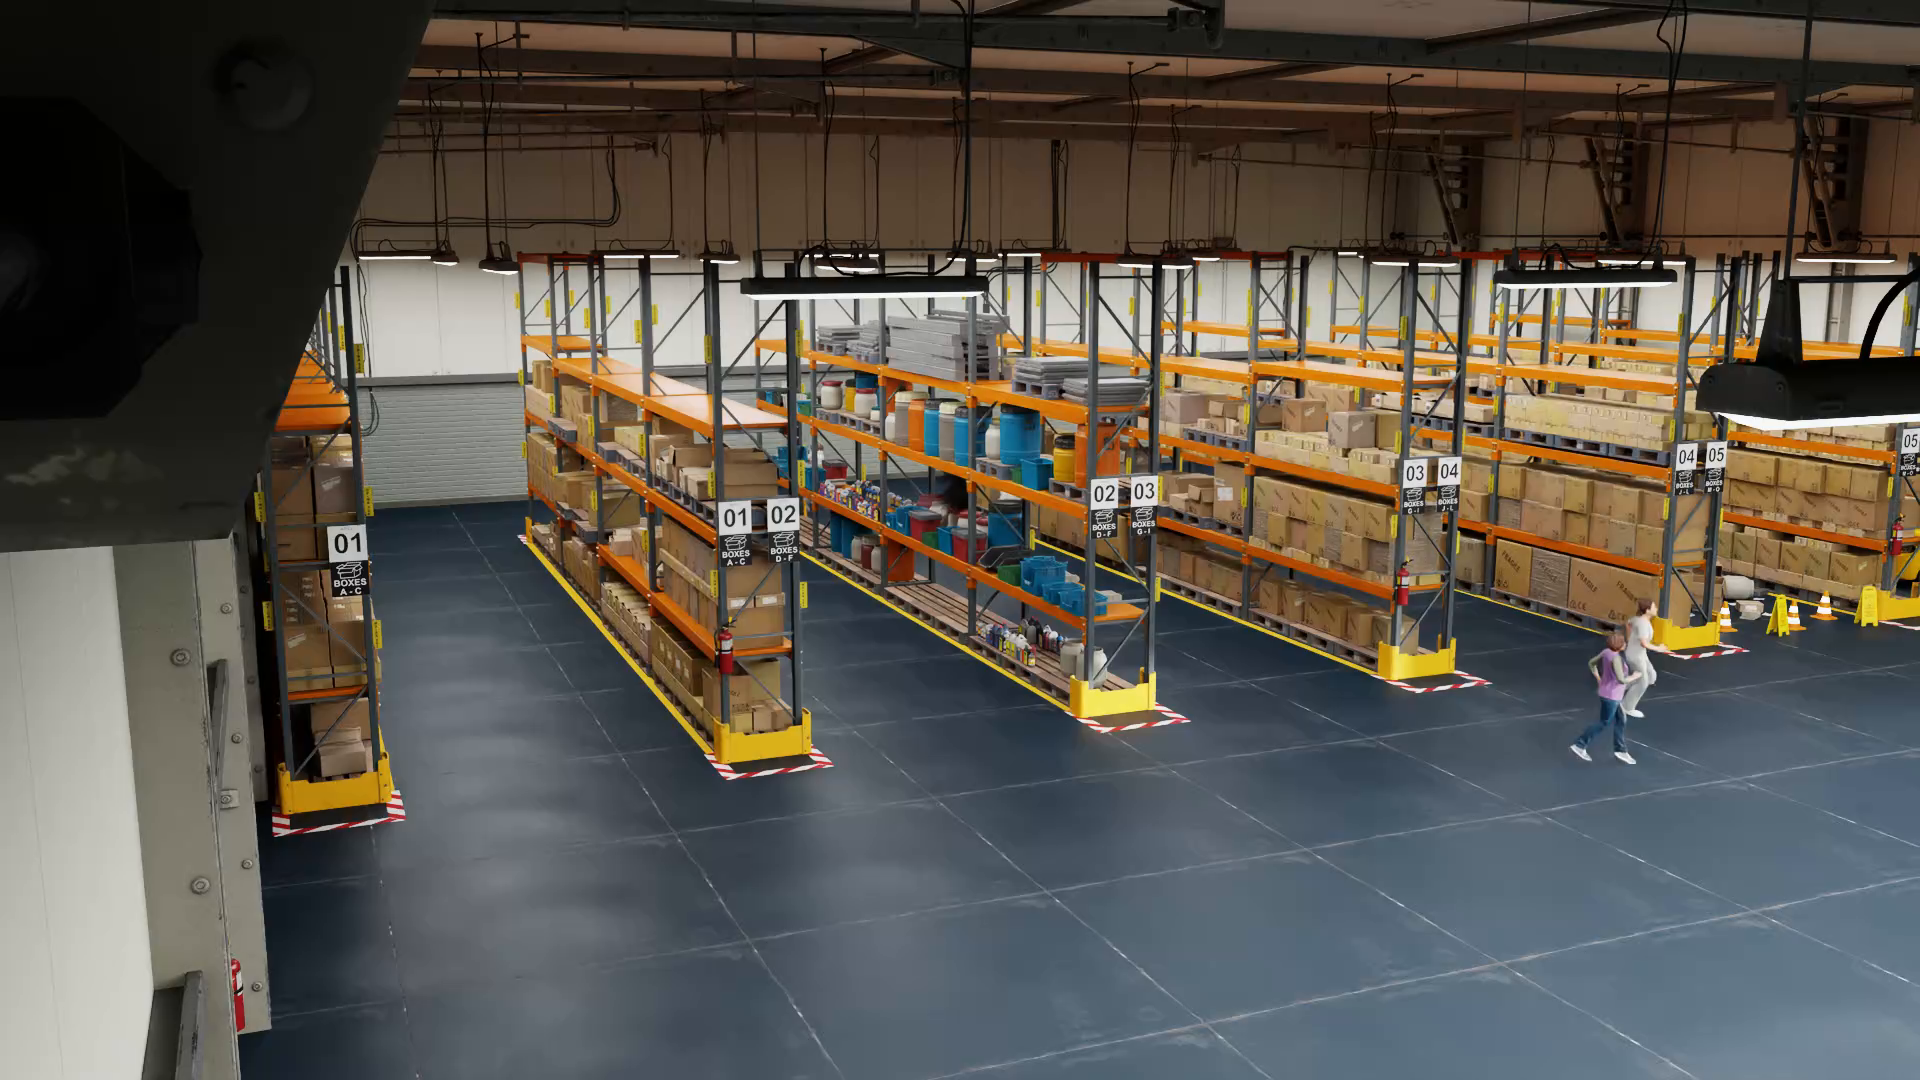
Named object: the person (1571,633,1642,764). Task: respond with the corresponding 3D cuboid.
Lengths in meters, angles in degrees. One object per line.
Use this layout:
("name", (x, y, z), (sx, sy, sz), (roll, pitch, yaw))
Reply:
("person", (7.815, 1.916, 20.040), (0.762, 1.631, 0.565), (2, 11, 9))

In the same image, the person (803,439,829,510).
("person", (-3.269, -1.478, 38.412), (0.934, 1.711, 0.590), (-2, 11, -13))

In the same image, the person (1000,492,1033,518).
("person", (1.080, -0.391, 32.377), (0.717, 1.772, 0.843), (-5, 11, -23))

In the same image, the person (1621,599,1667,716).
("person", (9.041, 1.557, 22.105), (0.637, 1.621, 0.603), (3, 11, 17))
